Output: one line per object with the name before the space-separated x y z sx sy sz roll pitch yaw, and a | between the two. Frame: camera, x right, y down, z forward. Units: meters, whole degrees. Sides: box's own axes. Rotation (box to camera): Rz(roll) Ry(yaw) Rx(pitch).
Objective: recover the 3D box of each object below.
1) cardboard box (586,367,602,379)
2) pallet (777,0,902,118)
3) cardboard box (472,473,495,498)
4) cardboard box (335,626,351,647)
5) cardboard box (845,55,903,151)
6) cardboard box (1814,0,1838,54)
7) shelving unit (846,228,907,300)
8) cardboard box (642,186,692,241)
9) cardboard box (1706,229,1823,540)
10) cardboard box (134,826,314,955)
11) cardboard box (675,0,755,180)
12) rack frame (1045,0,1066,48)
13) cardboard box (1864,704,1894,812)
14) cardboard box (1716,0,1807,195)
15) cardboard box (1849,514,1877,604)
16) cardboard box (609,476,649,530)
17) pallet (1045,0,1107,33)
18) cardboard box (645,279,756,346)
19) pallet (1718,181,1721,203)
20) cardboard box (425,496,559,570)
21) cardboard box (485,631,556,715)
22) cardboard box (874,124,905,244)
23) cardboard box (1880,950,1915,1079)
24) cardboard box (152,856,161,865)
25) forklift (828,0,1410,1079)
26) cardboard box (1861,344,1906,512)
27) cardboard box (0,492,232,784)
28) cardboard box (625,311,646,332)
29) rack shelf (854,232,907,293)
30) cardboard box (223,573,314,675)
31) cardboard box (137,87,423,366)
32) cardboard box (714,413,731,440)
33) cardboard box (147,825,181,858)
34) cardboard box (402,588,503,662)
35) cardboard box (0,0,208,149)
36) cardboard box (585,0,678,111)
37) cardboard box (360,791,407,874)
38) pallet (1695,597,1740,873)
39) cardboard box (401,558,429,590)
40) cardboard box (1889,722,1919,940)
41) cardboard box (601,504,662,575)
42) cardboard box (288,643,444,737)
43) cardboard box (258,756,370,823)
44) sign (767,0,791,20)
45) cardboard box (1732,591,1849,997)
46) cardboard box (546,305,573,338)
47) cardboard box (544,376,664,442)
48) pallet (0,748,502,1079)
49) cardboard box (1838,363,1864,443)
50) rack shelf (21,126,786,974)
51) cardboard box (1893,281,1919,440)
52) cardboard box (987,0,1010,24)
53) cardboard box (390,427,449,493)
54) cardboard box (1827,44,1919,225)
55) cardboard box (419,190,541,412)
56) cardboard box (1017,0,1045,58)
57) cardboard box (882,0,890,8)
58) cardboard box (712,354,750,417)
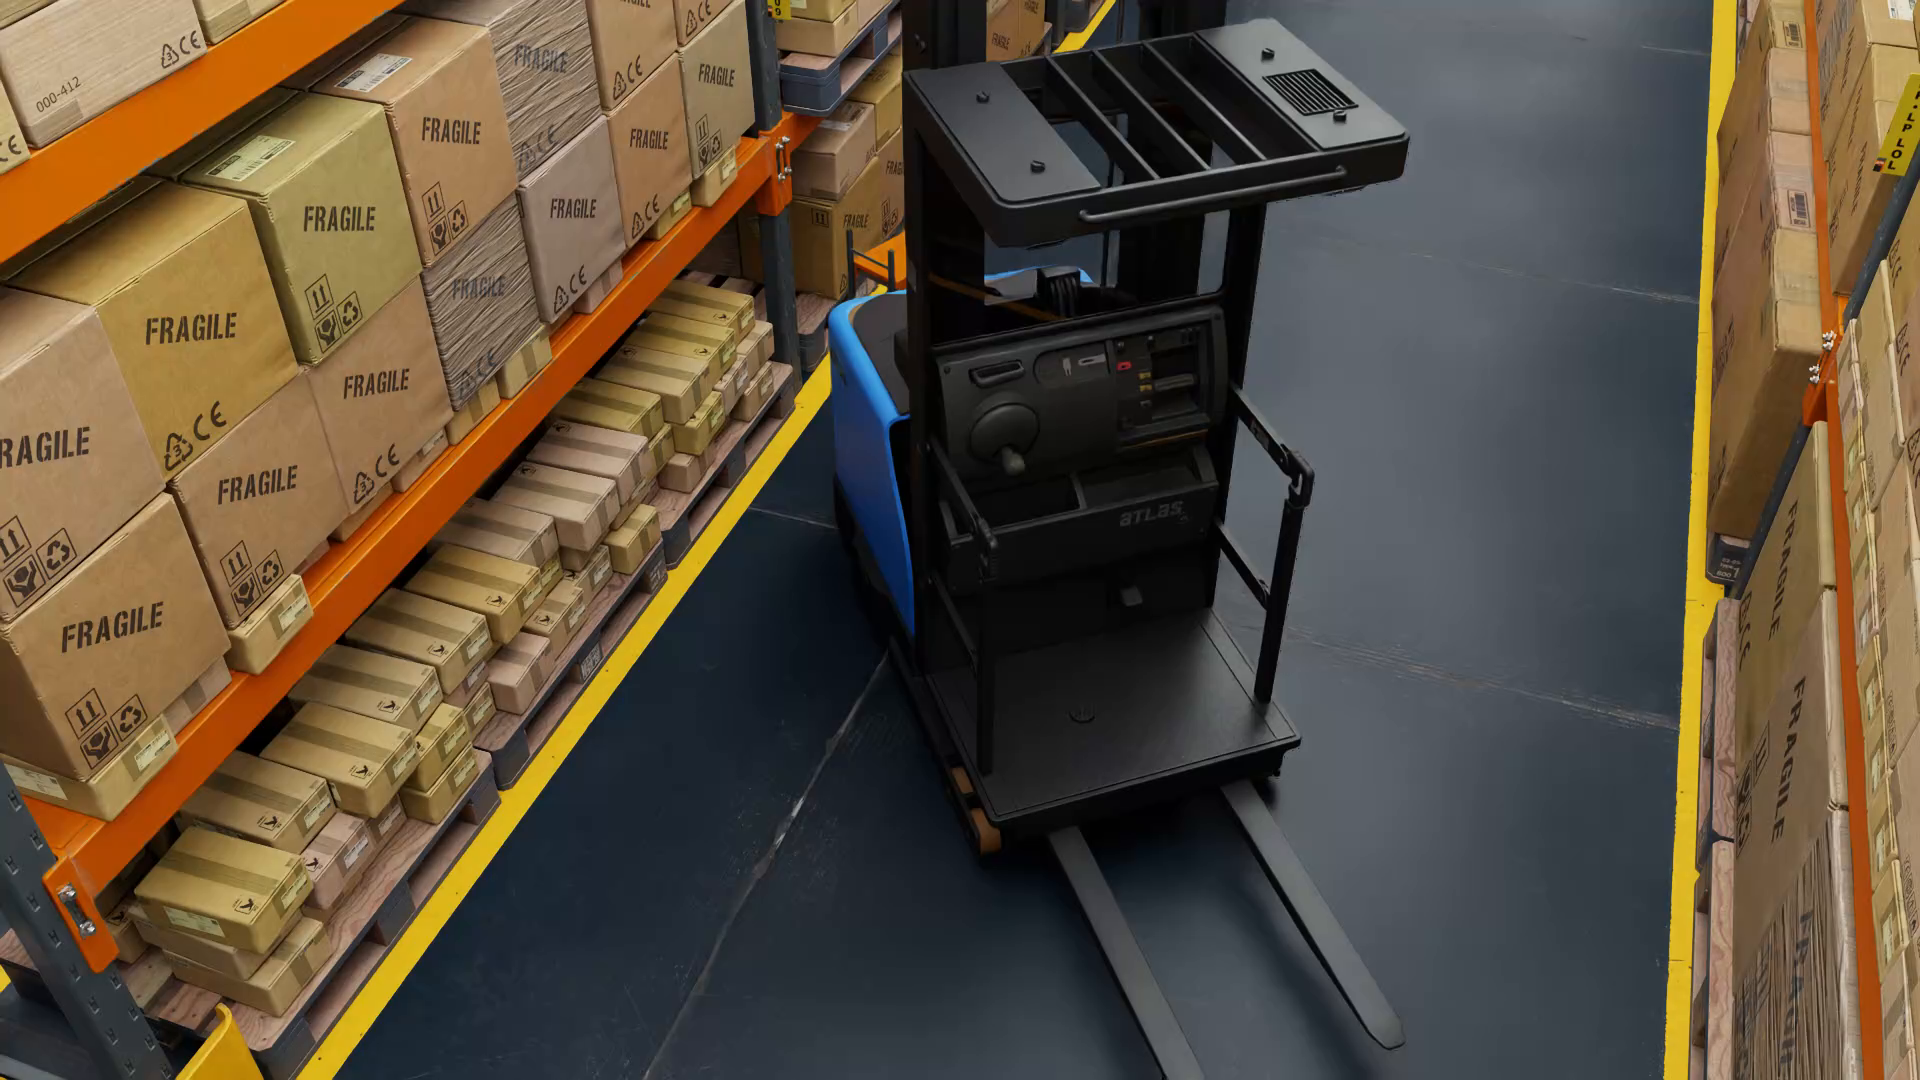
cardboard box | -1.682 -0.615 6.804 0.380 0.149 0.250 13 42 15
pallet | -0.807 -2.269 7.246 1.003 0.211 1.213 13 42 15
cardboard box | -1.955 -0.240 6.134 0.380 0.149 0.250 12 42 13
cardboard box | -2.320 0.322 5.705 0.380 0.149 0.250 14 42 16
cardboard box | -0.525 -2.119 7.948 0.500 0.250 0.500 14 43 16
cardboard box | 4.021 -2.359 7.127 0.500 0.500 0.500 13 42 14
shelving unit | -0.173 -0.783 6.743 0.258 1.200 0.503 30 49 31
cardboard box | -1.216 -1.255 6.104 0.380 0.149 0.250 15 43 17
cardboard box | 3.621 -0.492 6.329 1.225 0.875 0.875 13 42 15
cardboard box | -2.075 0.986 4.698 0.380 0.149 0.250 11 42 13
cardboard box | -1.105 -1.701 6.127 0.500 0.500 0.500 13 42 15
rack frame | 0.162 -4.348 9.535 1.000 3.000 0.127 13 42 15
cardboard box | 2.388 0.567 3.968 0.380 0.149 0.250 14 42 16
cardboard box | 4.533 -2.120 8.238 1.225 0.875 0.875 11 42 13
cardboard box | 2.652 0.095 4.522 0.380 0.149 0.250 13 42 14
cardboard box | -1.417 -0.207 6.326 0.380 0.149 0.250 14 43 16
pallet | 0.503 -3.751 10.984 1.003 0.211 1.213 13 42 15
cardboard box | -1.083 -0.935 6.949 0.380 0.149 0.250 14 43 16
pallet | 4.448 -1.660 8.533 1.003 0.211 1.213 13 42 15
cardboard box | -1.647 0.004 5.848 0.380 0.149 0.250 13 42 15
cardboard box | -1.647 0.436 5.800 0.380 0.149 0.250 11 42 13
cardboard box | -0.524 -1.832 8.188 0.500 0.500 0.500 15 43 17
cardboard box | 2.126 1.035 3.419 0.380 0.149 0.250 14 42 16
cardboard box | -2.597 0.910 5.245 0.380 0.149 0.250 15 43 16
forklift | 0.458 -0.371 4.927 1.130 2.935 3.031 -13 42 -14
cardboard box | 2.839 -0.271 4.643 0.500 0.250 0.500 13 42 15
cardboard box | -2.160 0.168 3.936 0.500 0.500 0.500 15 43 17
cardboard box | -1.518 -1.045 7.079 0.380 0.149 0.250 15 43 17
rack shelf | -0.173 -1.082 6.488 0.258 0.148 0.480 30 49 31
cardboard box | -1.964 0.186 4.415 0.380 0.149 0.250 12 42 14
cardboard box | -1.805 -0.836 4.342 0.500 0.500 0.500 12 42 14
cardboard box | -1.187 -0.528 6.931 0.380 0.149 0.250 14 43 16
cardboard box | -2.521 0.811 5.132 0.380 0.149 0.250 12 42 14
cardboard box | -1.761 0.267 5.769 0.380 0.149 0.250 15 43 17
cardboard box | -1.995 -1.090 3.521 0.500 0.250 0.500 15 43 16
cardboard box | -1.284 -1.776 5.444 0.500 0.500 0.500 12 42 14
cardboard box | -2.002 0.877 5.284 0.380 0.149 0.250 14 42 16
pallet | 3.087 0.762 5.694 1.003 0.211 1.213 13 42 15
cardboard box | -2.055 0.145 6.142 0.380 0.149 0.250 14 43 16
cardboard box | 2.317 0.664 3.547 0.500 0.250 0.500 12 42 14
cardboard box | -1.373 -0.037 6.355 0.380 0.149 0.250 13 42 15
cardboard box | -1.880 0.496 5.272 0.380 0.149 0.250 11 42 13
cardboard box | -2.006 0.757 5.195 0.380 0.149 0.250 14 42 16
sign | -0.693 -2.121 6.259 0.100 0.325 0.005 13 42 15
cardboard box | 2.812 0.837 4.772 0.875 0.875 0.875 13 42 15
cardboard box | -1.530 -0.788 5.556 0.380 0.149 0.250 13 42 14
cardboard box | -1.373 -0.476 6.411 0.380 0.149 0.250 15 43 16
pallet | -2.236 1.059 5.347 1.003 0.211 1.213 13 42 15
cardboard box | 2.917 -0.383 5.081 0.380 0.149 0.250 12 42 14
rack shelf | -1.889 -0.414 5.479 1.077 0.370 4.000 13 42 15
cardboard box | 2.841 -0.553 4.395 0.500 0.500 0.500 13 42 15
cardboard box | 0.012 -3.056 9.045 0.500 0.250 0.500 14 42 16
cardboard box | -1.777 -0.307 4.992 0.380 0.149 0.250 13 42 14
cardboard box | 3.500 -1.430 6.037 0.500 0.500 0.500 15 43 16
cardboard box | -1.653 -0.772 5.038 0.500 0.500 0.500 12 42 14
cardboard box | 0.183 -3.097 9.671 0.500 0.500 0.500 13 42 15
cardboard box | -0.460 -2.432 7.160 0.380 0.149 0.250 14 42 15
cardboard box | -1.095 -0.666 6.863 0.380 0.149 0.250 11 42 13
